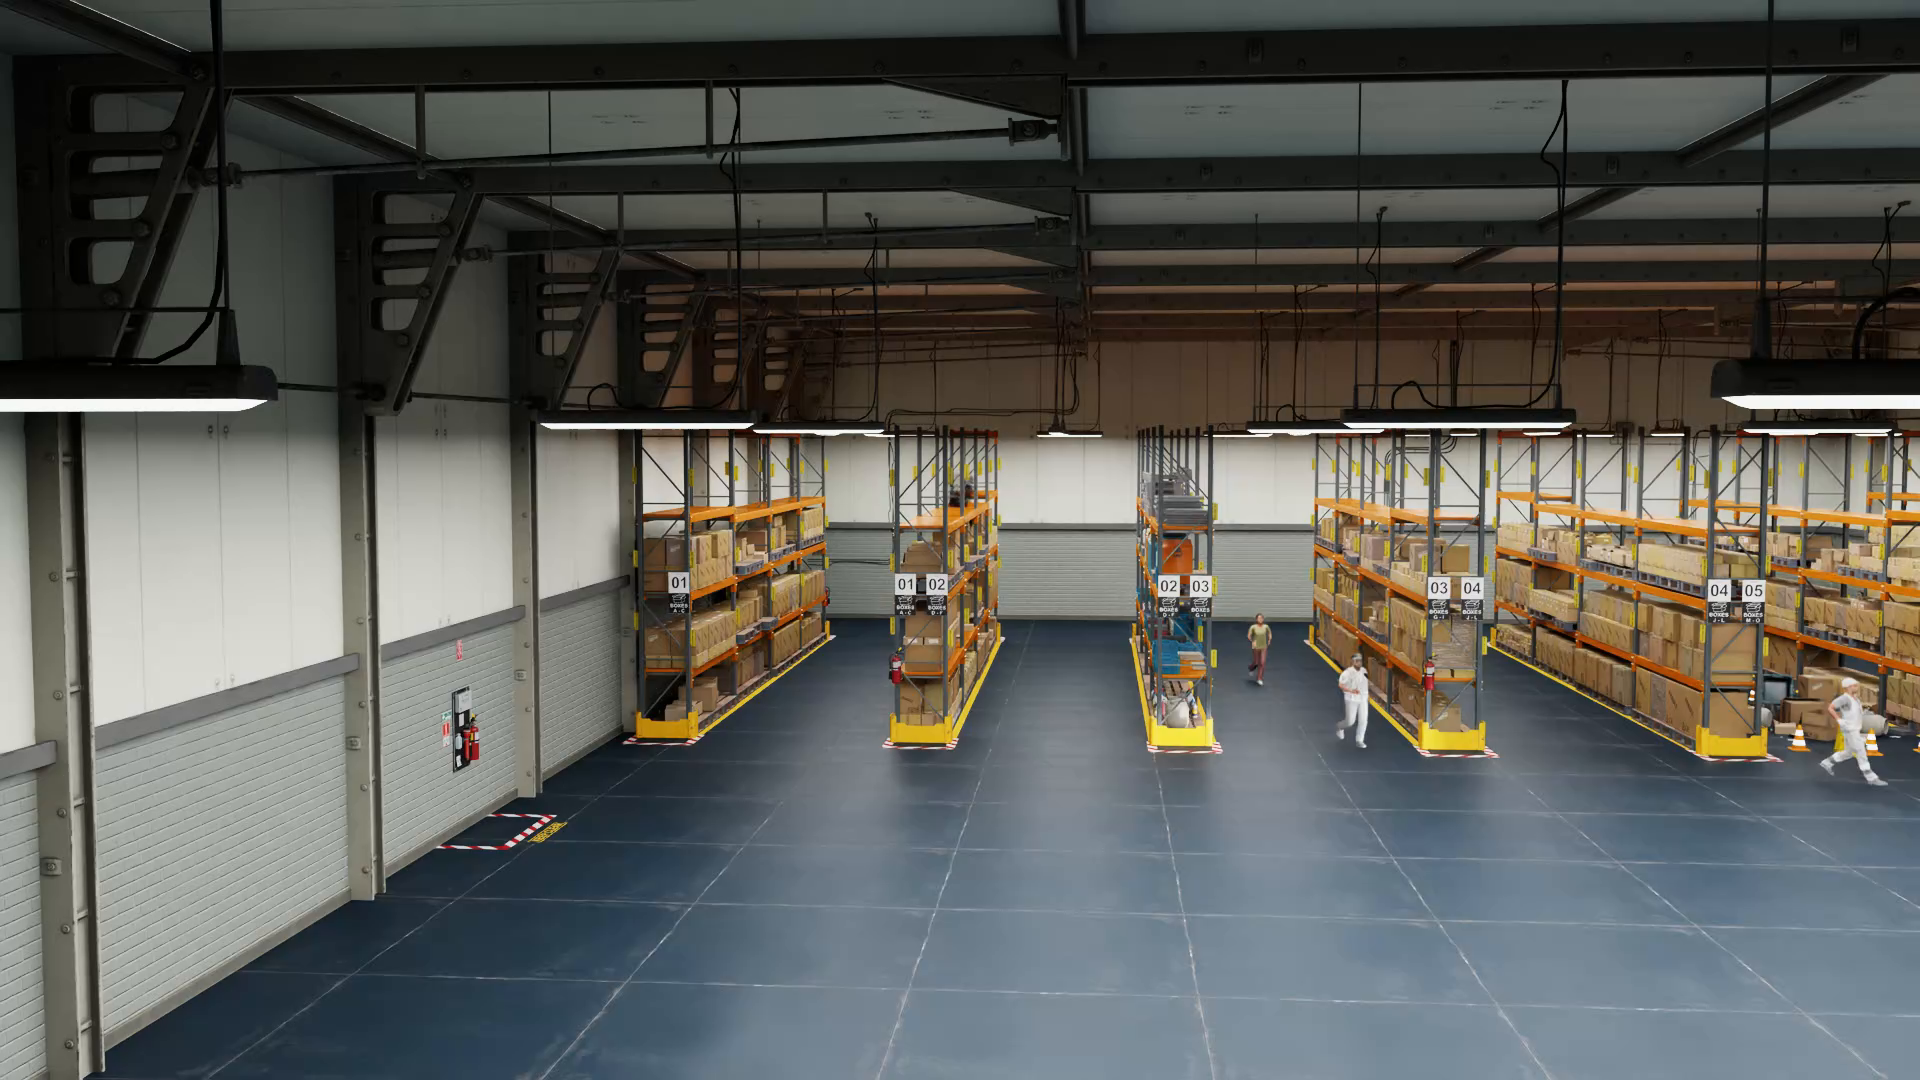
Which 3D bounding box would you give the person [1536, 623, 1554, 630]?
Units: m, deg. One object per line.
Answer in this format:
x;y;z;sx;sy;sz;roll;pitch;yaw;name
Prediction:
16.446;2.138;46.955;0.584;1.527;0.611;-2;4;-35;person

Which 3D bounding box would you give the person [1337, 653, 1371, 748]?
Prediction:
7.372;2.973;31.079;0.694;1.753;0.798;-1;4;-19;person

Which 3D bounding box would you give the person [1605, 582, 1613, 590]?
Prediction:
18.444;1.998;47.292;0.961;1.731;0.666;0;3;7;person

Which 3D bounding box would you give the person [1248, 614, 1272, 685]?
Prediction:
7.079;2.556;39.272;0.584;1.652;0.722;0;3;-2;person

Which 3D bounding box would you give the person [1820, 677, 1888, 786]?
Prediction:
14.834;3.150;27.572;1.091;1.730;0.683;3;5;43;person
